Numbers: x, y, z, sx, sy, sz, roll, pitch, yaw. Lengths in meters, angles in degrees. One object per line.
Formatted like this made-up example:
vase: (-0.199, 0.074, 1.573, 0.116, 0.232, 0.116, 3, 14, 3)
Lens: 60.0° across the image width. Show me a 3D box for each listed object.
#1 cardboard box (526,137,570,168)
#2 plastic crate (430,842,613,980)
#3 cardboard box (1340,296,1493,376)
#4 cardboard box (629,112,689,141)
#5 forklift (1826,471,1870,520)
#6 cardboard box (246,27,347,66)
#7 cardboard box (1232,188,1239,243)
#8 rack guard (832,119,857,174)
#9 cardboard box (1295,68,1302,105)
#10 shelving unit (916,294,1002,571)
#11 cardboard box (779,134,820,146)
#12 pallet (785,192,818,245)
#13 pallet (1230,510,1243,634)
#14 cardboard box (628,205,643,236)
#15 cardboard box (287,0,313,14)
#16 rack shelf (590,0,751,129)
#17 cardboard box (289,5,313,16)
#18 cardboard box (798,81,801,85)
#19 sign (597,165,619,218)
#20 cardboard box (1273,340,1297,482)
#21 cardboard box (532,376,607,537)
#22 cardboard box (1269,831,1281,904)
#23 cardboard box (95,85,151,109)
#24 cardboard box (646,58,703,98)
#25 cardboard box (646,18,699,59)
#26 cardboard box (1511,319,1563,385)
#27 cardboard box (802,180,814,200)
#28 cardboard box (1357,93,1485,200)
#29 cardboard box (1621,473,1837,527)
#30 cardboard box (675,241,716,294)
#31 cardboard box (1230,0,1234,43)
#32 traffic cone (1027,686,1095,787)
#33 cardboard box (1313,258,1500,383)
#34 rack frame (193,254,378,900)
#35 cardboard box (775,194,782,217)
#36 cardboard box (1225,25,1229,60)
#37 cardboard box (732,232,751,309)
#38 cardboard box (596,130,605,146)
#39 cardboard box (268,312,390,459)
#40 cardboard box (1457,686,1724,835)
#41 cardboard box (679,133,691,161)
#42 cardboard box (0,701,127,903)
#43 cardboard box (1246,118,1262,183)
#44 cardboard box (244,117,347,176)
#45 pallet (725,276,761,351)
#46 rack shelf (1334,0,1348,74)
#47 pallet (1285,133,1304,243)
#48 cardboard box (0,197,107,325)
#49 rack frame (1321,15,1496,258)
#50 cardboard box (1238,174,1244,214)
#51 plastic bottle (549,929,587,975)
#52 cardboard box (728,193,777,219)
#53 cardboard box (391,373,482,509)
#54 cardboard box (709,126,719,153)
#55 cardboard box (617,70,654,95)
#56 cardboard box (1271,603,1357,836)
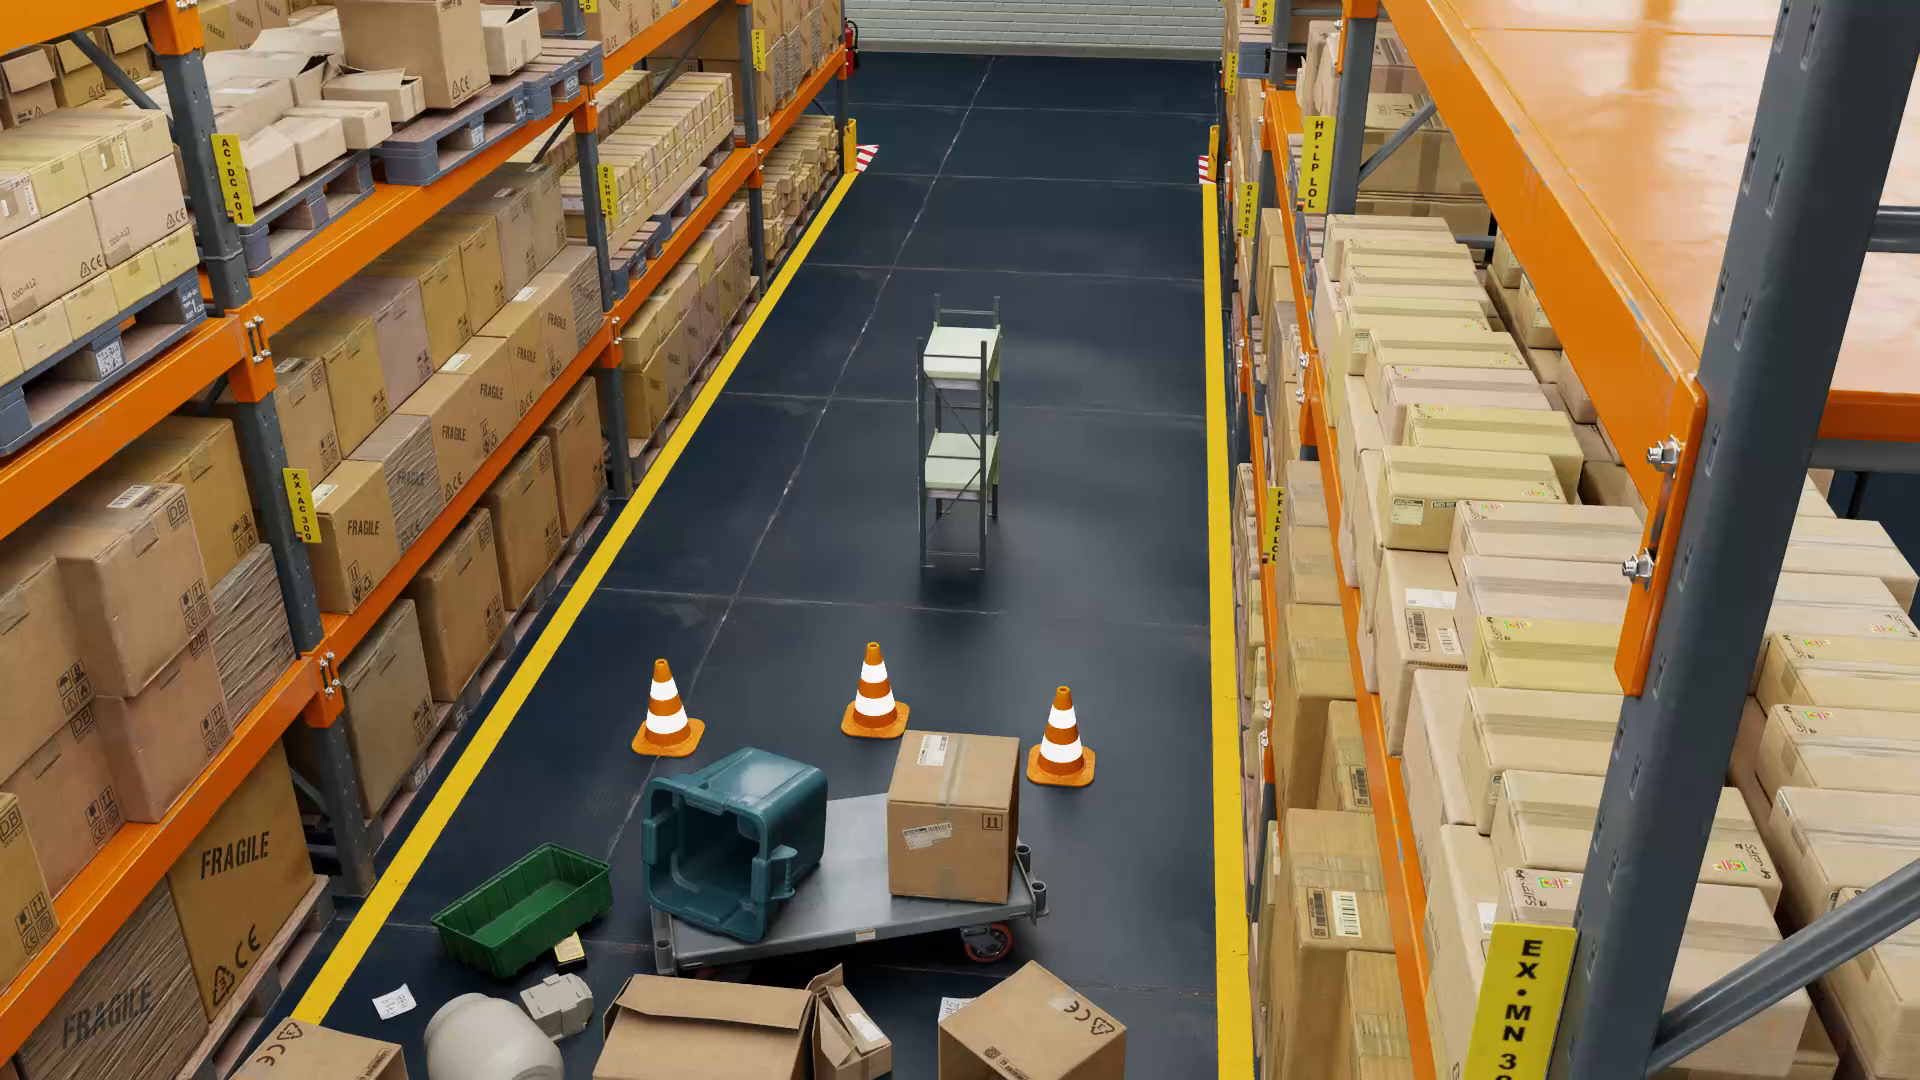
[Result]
cardboard box: (-2.951, -2.708, 11.600, 0.380, 0.149, 0.250, 3, 28, 6)
plastic crate: (-1.897, 1.620, 7.277, 0.450, 0.188, 0.662, 9, 28, 37)
cardboard box: (1.284, -0.572, 4.703, 0.380, 0.149, 0.250, 3, 28, 6)
cardboard box: (-2.211, -3.039, 12.215, 0.380, 0.149, 0.250, 2, 28, 4)
forklift: (4.786, -1.158, 9.601, 1.130, 2.935, 3.031, 3, 28, 5)
cardboard box: (-3.117, -2.338, 8.103, 0.500, 0.311, 0.500, 3, 28, 5)
cardboard box: (2.203, -2.300, 11.806, 0.500, 0.250, 0.500, 3, 28, 5)
rack guard: (-1.714, -4.263, 17.928, 1.175, 0.500, 0.348, 3, 28, 6)
cardboard box: (2.032, -2.465, 9.057, 0.380, 0.149, 0.250, 3, 28, 6)
shelving unit: (-0.001, -0.657, 10.181, 0.431, 1.500, 0.755, 3, 28, 6)
cardboard box: (-1.607, -3.965, 16.674, 0.380, 0.149, 0.250, 2, 28, 4)
pallet: (-2.001, -3.183, 16.228, 1.003, 0.211, 1.213, 3, 28, 6)
pallet: (2.143, 0.202, 9.945, 1.003, 0.211, 1.213, 3, 28, 6)
cardboard box: (-2.365, -2.160, 11.211, 0.380, 0.149, 0.250, 5, 29, 9)
cardboard box: (-7.003, -5.685, 16.985, 0.500, 0.500, 0.500, 3, 28, 5)
rack shelf: (-2.440, -3.579, 11.618, 1.077, 0.370, 4.000, 3, 28, 6)
cardboard box: (-6.999, -5.345, 17.145, 0.500, 0.250, 0.500, 3, 28, 6)
cardboard box: (-1.726, -4.392, 15.796, 0.380, 0.149, 0.250, 4, 29, 7)
sign: (-2.134, -2.113, 10.080, 0.100, 0.325, 0.005, 3, 28, 6)
cardboard box: (1.707, -0.577, 7.589, 0.500, 0.500, 0.500, 4, 29, 8)
cardboard box: (-2.849, -0.547, 10.323, 1.050, 0.750, 0.750, 3, 28, 6)
cardboard box: (1.335, 1.217, 6.103, 0.380, 0.149, 0.250, 4, 29, 7)
cardboard box: (-6.959, -3.428, 13.637, 0.500, 0.500, 0.500, 4, 29, 8)
cardboard box: (-2.416, -3.936, 14.265, 0.500, 0.500, 0.500, 3, 28, 6)
cardboard box: (-2.406, -4.369, 14.015, 0.500, 0.500, 0.500, 2, 28, 4)
cardboard box: (1.902, -0.435, 4.868, 0.500, 0.250, 0.500, 3, 28, 5)
cardboard box: (-1.651, -3.455, 16.355, 0.380, 0.149, 0.250, 4, 29, 7)
cardboard box: (1.694, -1.450, 6.097, 0.500, 0.250, 0.500, 4, 29, 7)
cardboard box: (1.723, -0.059, 3.750, 0.380, 0.149, 0.250, 4, 29, 7)
cardboard box: (-2.162, -2.075, 12.633, 0.500, 0.250, 0.500, 2, 28, 4)
cardboard box: (2.707, -4.713, 14.968, 0.500, 0.500, 0.500, 3, 29, 6)
traffic cone: (0.512, 0.941, 8.307, 0.336, 0.463, 0.334, 3, 28, 6)
cardboard box: (1.424, -0.705, 5.370, 0.500, 0.250, 0.500, 3, 28, 5)
rack frame: (-3.175, 0.249, 6.917, 1.000, 3.000, 0.127, 3, 28, 6)
cardboard box: (-1.861, -3.097, 15.378, 0.380, 0.149, 0.250, 2, 28, 4)
cardboard box: (2.842, -4.754, 16.099, 0.500, 0.500, 0.500, 3, 28, 5)
cardboard box: (-2.036, -2.238, 13.726, 0.500, 0.500, 0.500, 3, 28, 5)
cardboard box: (-2.856, -2.945, 12.355, 0.380, 0.149, 0.250, 3, 28, 5)
cardboard box: (-3.059, -0.711, 7.540, 0.700, 0.500, 0.500, 3, 28, 5)
cardboard box: (1.091, 0.395, 2.909, 0.380, 0.149, 0.250, 3, 28, 6)
cardboard box: (-2.206, -2.902, 12.275, 0.380, 0.149, 0.250, 3, 29, 6)
cardboard box: (-3.437, 0.865, 5.615, 0.875, 0.550, 0.550, 3, 28, 6)
cardboard box: (2.098, -2.378, 10.634, 0.500, 0.500, 0.500, 4, 29, 7)
cardboard box: (-2.802, -1.663, 7.021, 0.250, 0.149, 0.380, 3, 28, 6)
pallet: (-2.289, -1.922, 13.888, 1.003, 0.211, 1.213, 3, 28, 6)
rack shelf: (1.995, -2.600, 7.061, 1.077, 0.370, 4.000, 3, 28, 6)
pallet: (2.055, -1.521, 7.239, 1.213, 0.211, 1.003, 3, 28, 6)
cardboard box: (-3.043, -0.880, 5.147, 0.500, 0.250, 0.500, 3, 28, 6)
rack frame: (1.750, -2.152, 5.048, 1.000, 3.000, 0.127, 3, 28, 6)
cardboard box: (2.149, -2.274, 11.232, 0.500, 0.250, 0.500, 3, 28, 5)
plastic bottle: (-1.711, 1.761, 7.210, 0.133, 0.061, 0.283, -11, 30, -20)
cardboard box: (-1.855, -2.984, 14.855, 0.380, 0.149, 0.250, 5, 29, 9)
cardboard box: (-2.719, -0.500, 8.201, 0.500, 0.500, 0.500, 3, 28, 6)
cardboard box: (-2.111, -3.153, 13.054, 0.380, 0.149, 0.250, 3, 28, 6)
cardboard box: (-2.700, -3.694, 13.431, 0.380, 0.149, 0.250, 5, 29, 9)
cardboard box: (1.308, 0.543, 4.899, 0.700, 0.500, 0.500, 3, 28, 5)
